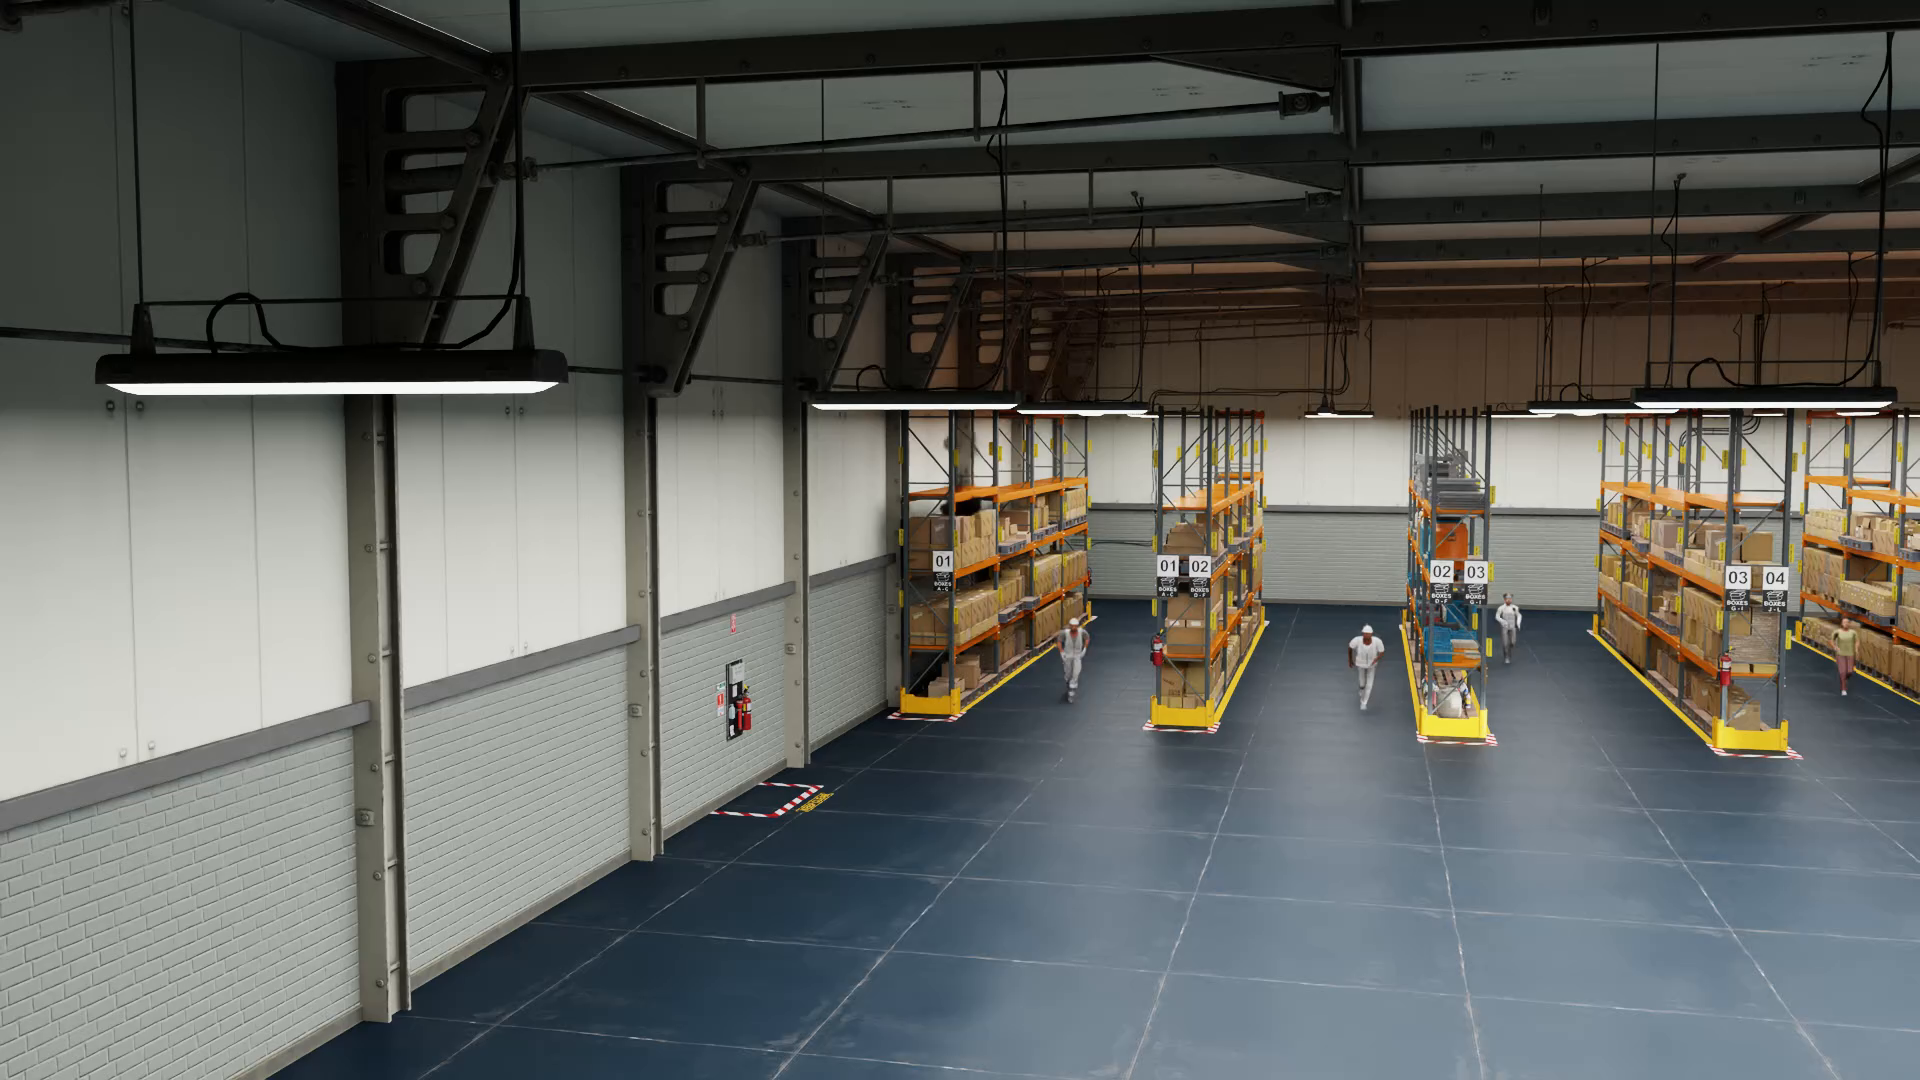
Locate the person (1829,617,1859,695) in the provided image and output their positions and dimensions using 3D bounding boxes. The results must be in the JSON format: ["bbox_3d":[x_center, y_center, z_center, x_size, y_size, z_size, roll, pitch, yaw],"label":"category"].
[{"bbox_3d":[18.539,2.418,34.867,0.582,1.631,0.568,1,4,19],"label":"person"}]

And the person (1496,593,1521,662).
[{"bbox_3d":[12.979,2.078,39.319,0.605,1.659,0.529,1,4,12],"label":"person"}]

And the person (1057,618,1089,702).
[{"bbox_3d":[2.318,2.432,34.240,0.668,1.731,0.988,0,4,-6],"label":"person"}]

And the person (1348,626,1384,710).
[{"bbox_3d":[8.079,2.525,33.088,0.693,1.689,0.775,1,4,7],"label":"person"}]
